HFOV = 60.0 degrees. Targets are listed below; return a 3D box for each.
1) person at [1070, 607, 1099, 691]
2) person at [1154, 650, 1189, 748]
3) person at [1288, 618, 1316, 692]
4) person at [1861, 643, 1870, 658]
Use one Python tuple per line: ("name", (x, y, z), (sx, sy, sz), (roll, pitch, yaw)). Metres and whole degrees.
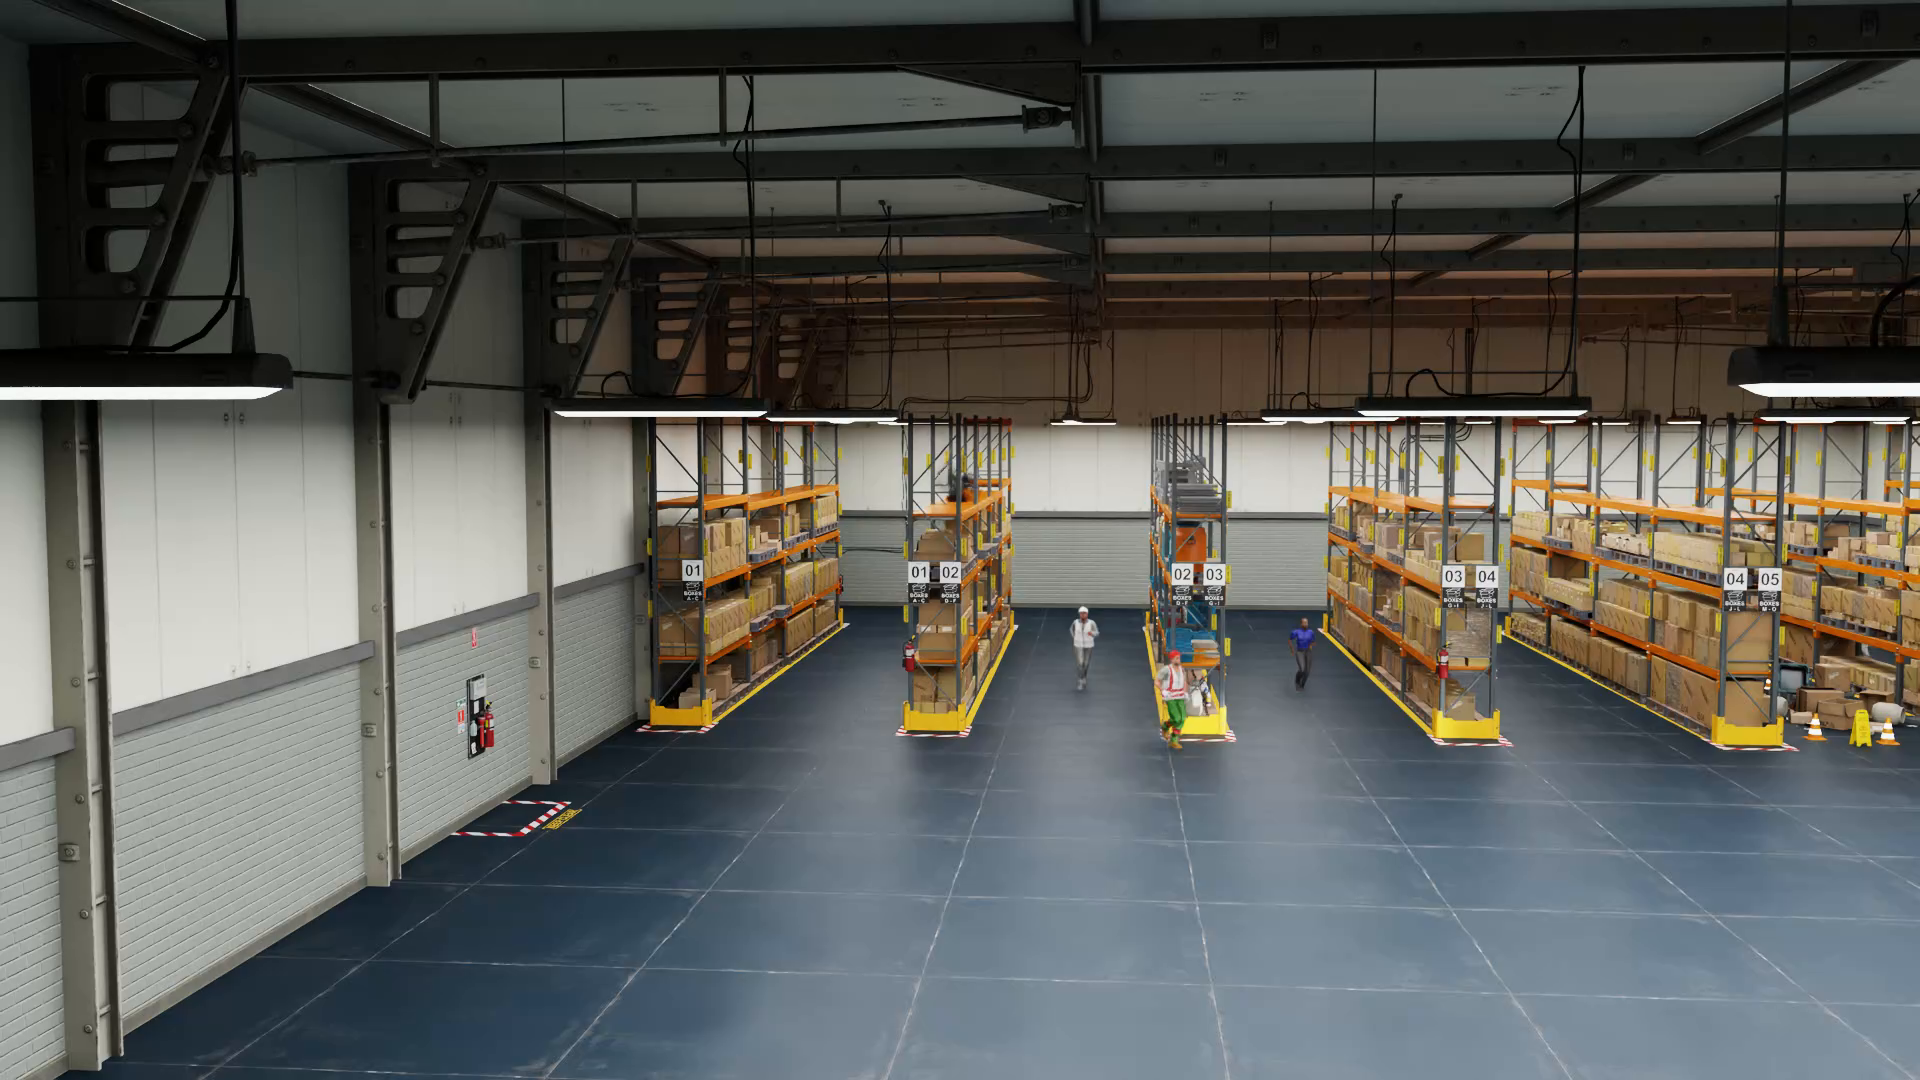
("person", (2.751, 2.377, 36.637), (0.630, 1.837, 0.789), (0, 4, 1))
("person", (3.838, 2.850, 29.847), (0.692, 1.748, 0.552), (-2, 4, -29))
("person", (7.408, 2.490, 35.854), (0.552, 1.605, 0.633), (-1, 4, -9))
("person", (21.793, 2.158, 39.983), (0.720, 1.762, 0.794), (0, 4, 6))
